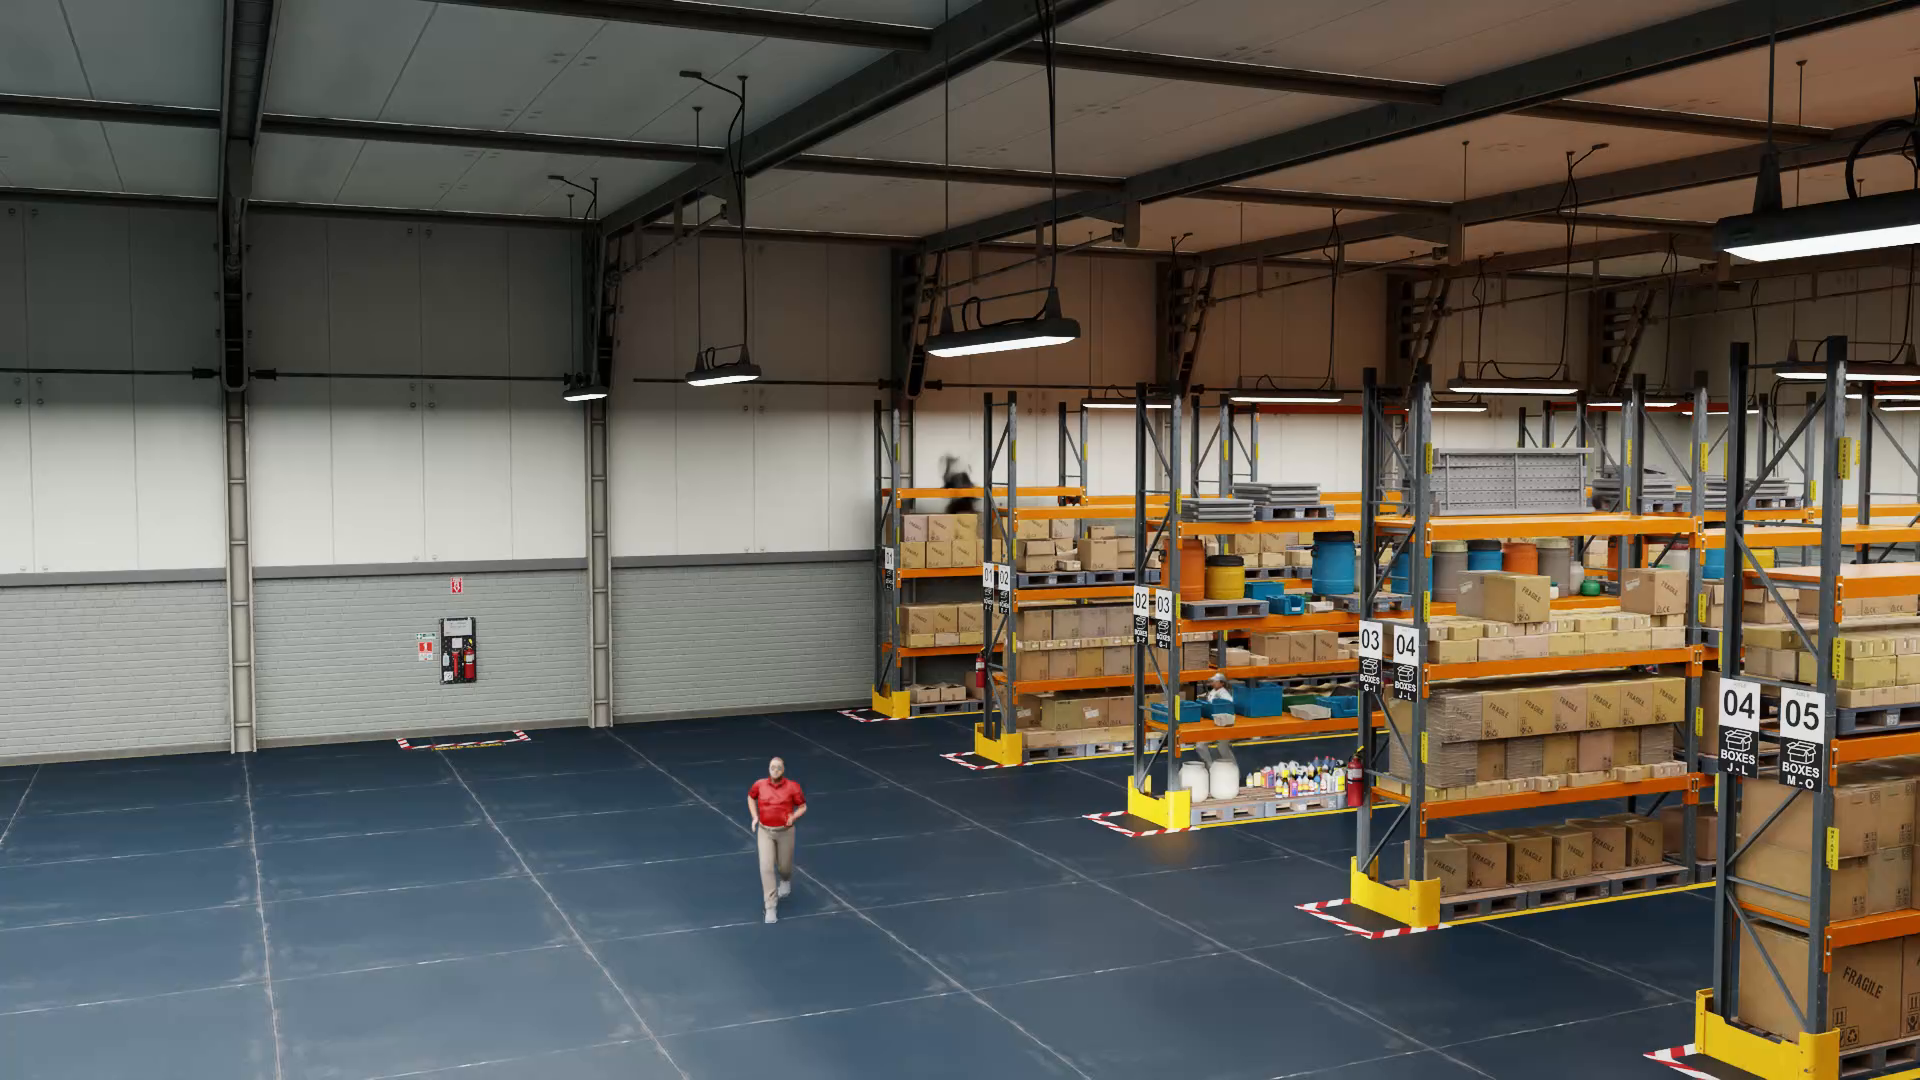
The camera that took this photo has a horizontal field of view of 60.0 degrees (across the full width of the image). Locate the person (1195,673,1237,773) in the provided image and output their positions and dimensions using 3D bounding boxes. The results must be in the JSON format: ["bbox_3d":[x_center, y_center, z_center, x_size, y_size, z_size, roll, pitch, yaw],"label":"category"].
[{"bbox_3d":[3.903,2.871,25.301,0.688,1.708,0.575,-2,4,-30],"label":"person"}]

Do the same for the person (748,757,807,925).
[{"bbox_3d":[-2.013,3.249,18.255,0.664,1.737,0.927,0,3,-2],"label":"person"}]
